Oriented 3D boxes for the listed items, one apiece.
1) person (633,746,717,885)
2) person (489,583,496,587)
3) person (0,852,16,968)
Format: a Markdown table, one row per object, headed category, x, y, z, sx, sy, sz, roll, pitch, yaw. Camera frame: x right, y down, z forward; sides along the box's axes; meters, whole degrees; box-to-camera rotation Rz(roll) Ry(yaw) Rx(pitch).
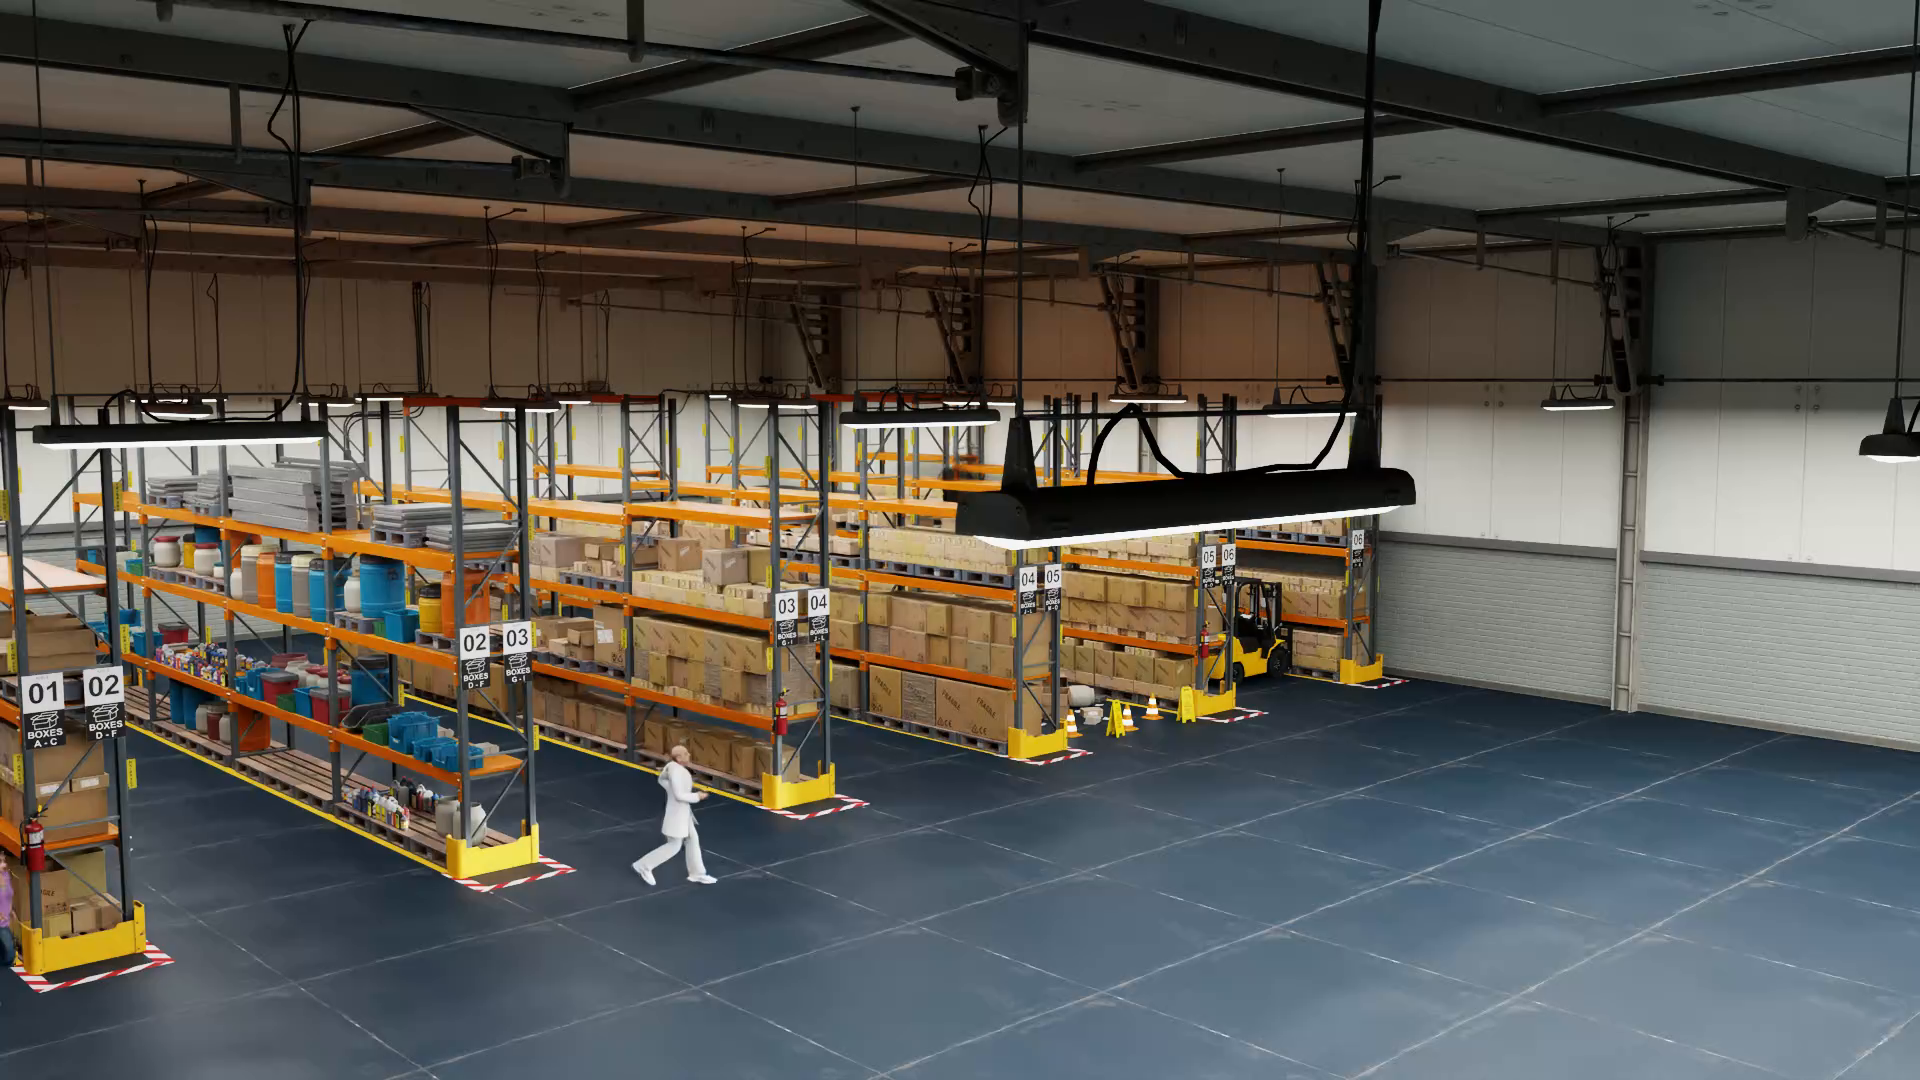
| category | x | y | z | sx | sy | sz | roll | pitch | yaw |
| --- | --- | --- | --- | --- | --- | --- | --- | --- | --- |
| person | -3.561 | 3.446 | 20.721 | 1.045 | 1.791 | 0.718 | -1 | 6 | -13 |
| person | -11.263 | 1.777 | 39.544 | 0.629 | 1.521 | 0.551 | 2 | 6 | 24 |
| person | -9.837 | 3.940 | 16.932 | 0.584 | 1.552 | 0.564 | 2 | 6 | 16 |
